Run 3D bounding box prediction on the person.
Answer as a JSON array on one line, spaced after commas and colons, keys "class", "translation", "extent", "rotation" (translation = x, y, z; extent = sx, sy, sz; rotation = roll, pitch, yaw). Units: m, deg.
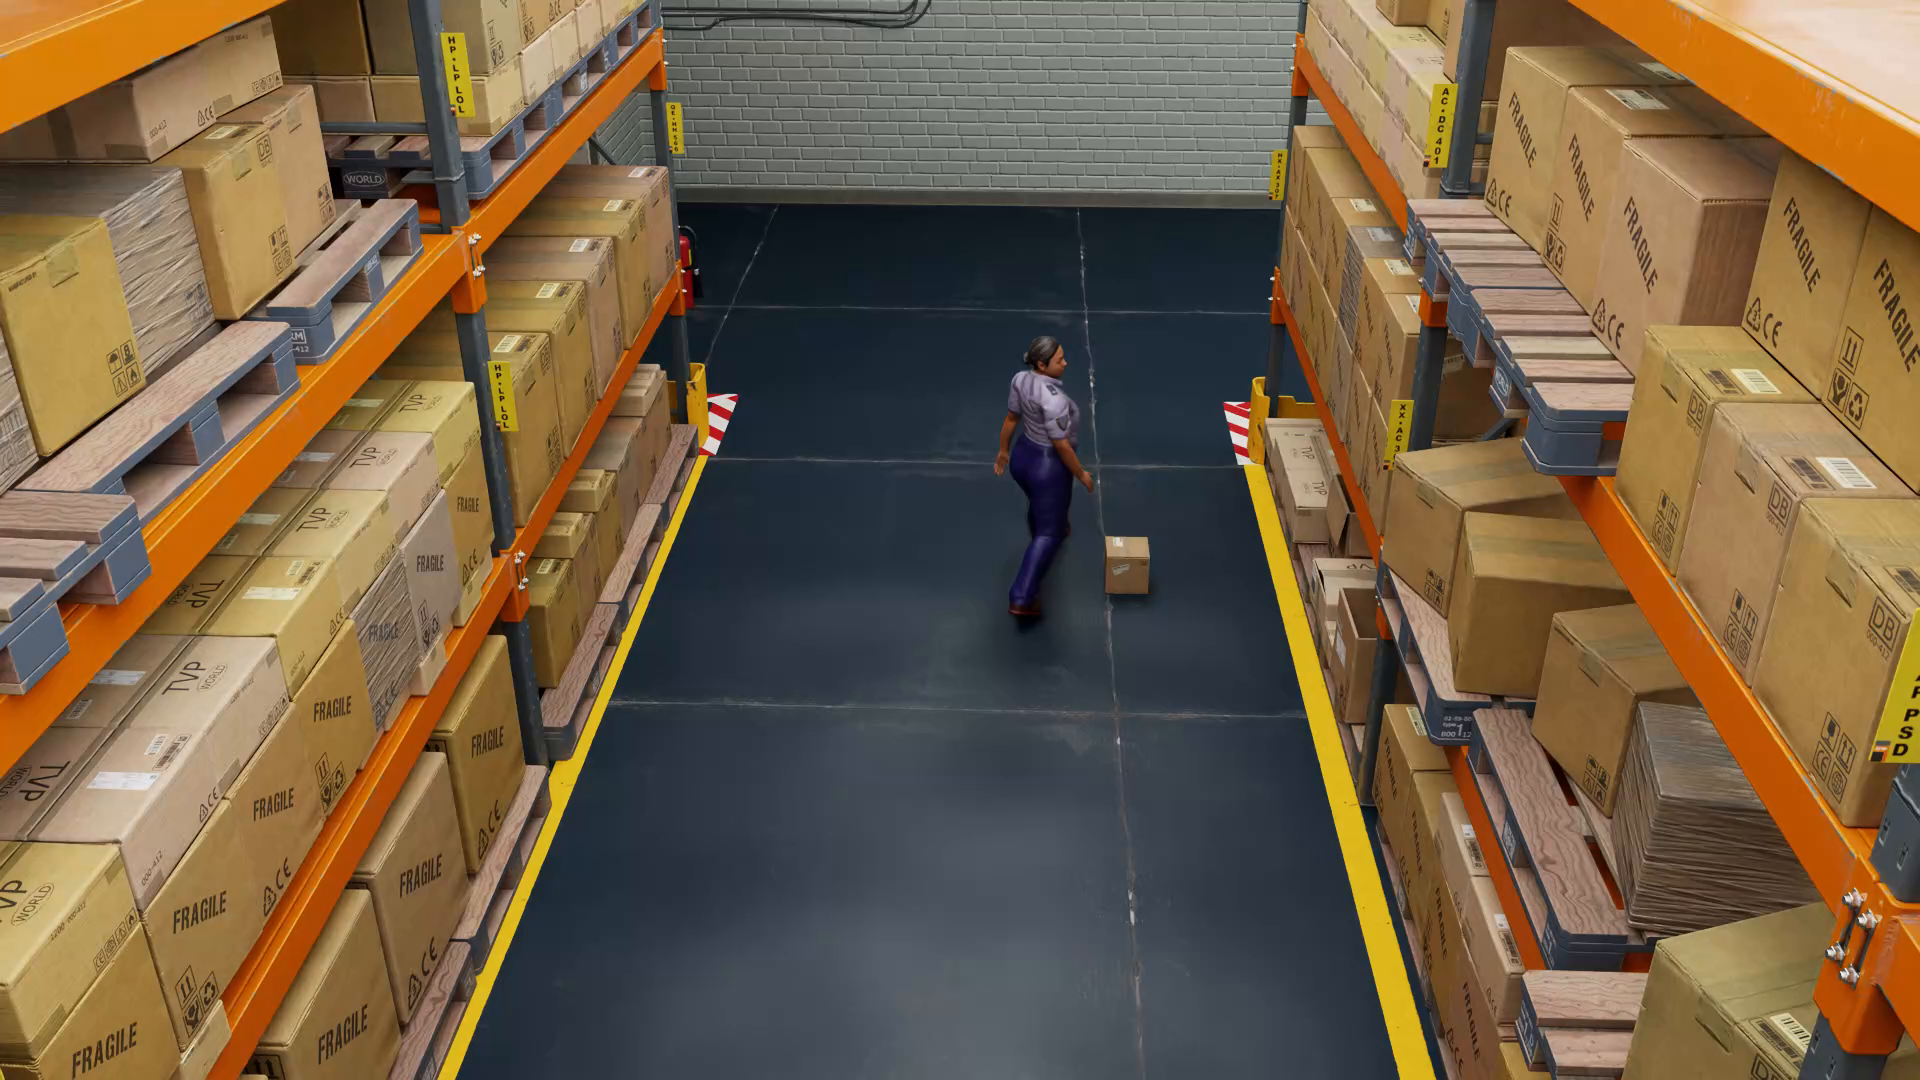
[{"class": "person", "translation": [0.477, -0.443, 9.515], "extent": [0.924, 1.589, 0.807], "rotation": [-17, 32, -29]}]
